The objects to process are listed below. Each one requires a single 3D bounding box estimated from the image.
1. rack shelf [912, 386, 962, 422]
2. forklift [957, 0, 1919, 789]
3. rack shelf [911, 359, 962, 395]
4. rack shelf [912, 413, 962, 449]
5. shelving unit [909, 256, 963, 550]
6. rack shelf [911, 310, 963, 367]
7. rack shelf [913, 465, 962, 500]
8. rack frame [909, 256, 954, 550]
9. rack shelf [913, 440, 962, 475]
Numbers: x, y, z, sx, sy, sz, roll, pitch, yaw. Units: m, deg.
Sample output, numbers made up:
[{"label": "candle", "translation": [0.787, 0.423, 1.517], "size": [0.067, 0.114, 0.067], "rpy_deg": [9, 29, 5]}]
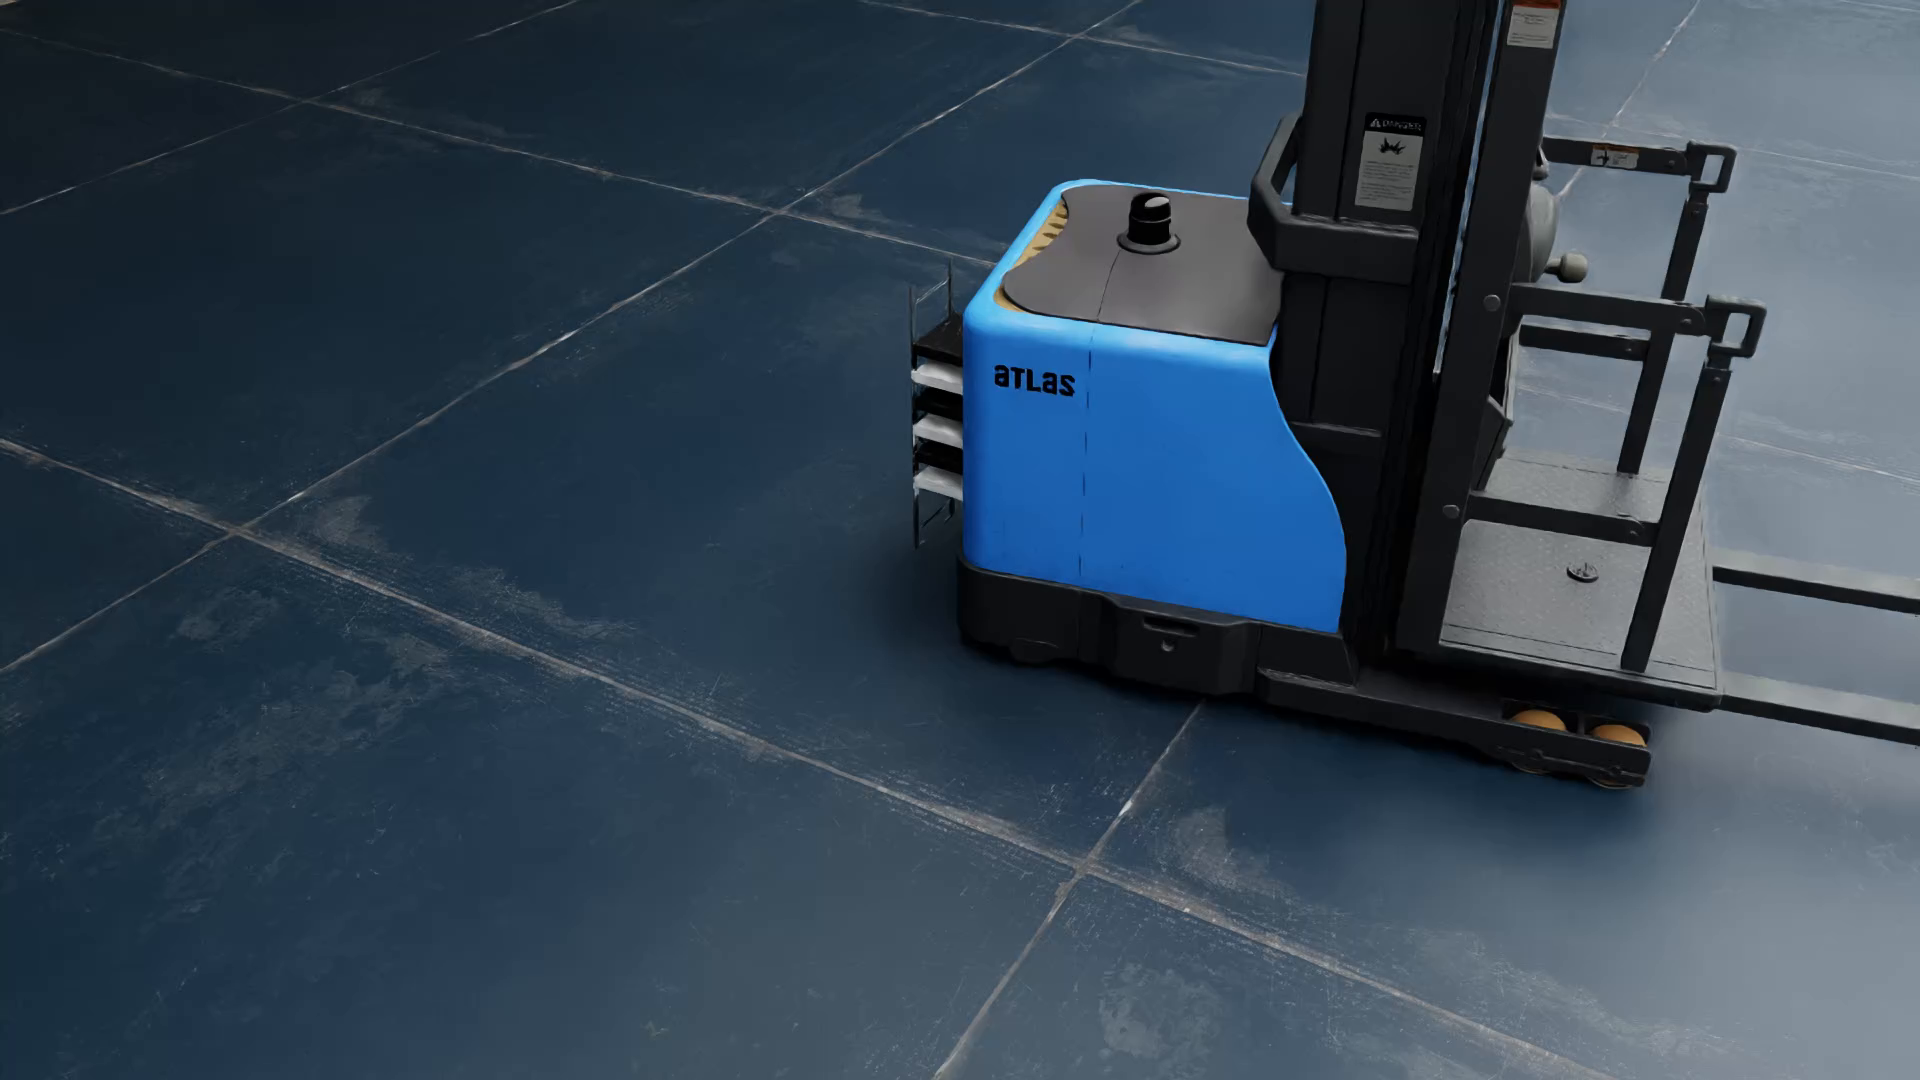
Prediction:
[{"label": "rack shelf", "translation": [0.007, -0.419, 4.966], "size": [0.200, 0.077, 0.258], "rpy_deg": [18, 37, 24]}, {"label": "forklift", "translation": [1.567, -0.909, 3.971], "size": [3.031, 2.935, 1.130], "rpy_deg": [10, 35, 15]}, {"label": "rack shelf", "translation": [0.007, -0.494, 4.916], "size": [0.200, 0.077, 0.258], "rpy_deg": [18, 37, 24]}, {"label": "rack shelf", "translation": [0.007, -0.345, 5.016], "size": [0.200, 0.077, 0.258], "rpy_deg": [18, 37, 24]}, {"label": "shelving unit", "translation": [0.007, -0.372, 4.997], "size": [0.210, 0.900, 0.258], "rpy_deg": [18, 37, 24]}, {"label": "rack shelf", "translation": [0.007, -0.569, 4.866], "size": [0.200, 0.077, 0.258], "rpy_deg": [18, 37, 24]}, {"label": "rack shelf", "translation": [0.007, -0.195, 5.115], "size": [0.200, 0.077, 0.258], "rpy_deg": [18, 37, 24]}, {"label": "rack frame", "translation": [-0.081, -0.400, 5.039], "size": [0.006, 0.900, 0.240], "rpy_deg": [18, 37, 24]}, {"label": "rack shelf", "translation": [0.007, -0.270, 5.066], "size": [0.200, 0.077, 0.258], "rpy_deg": [18, 37, 24]}]
